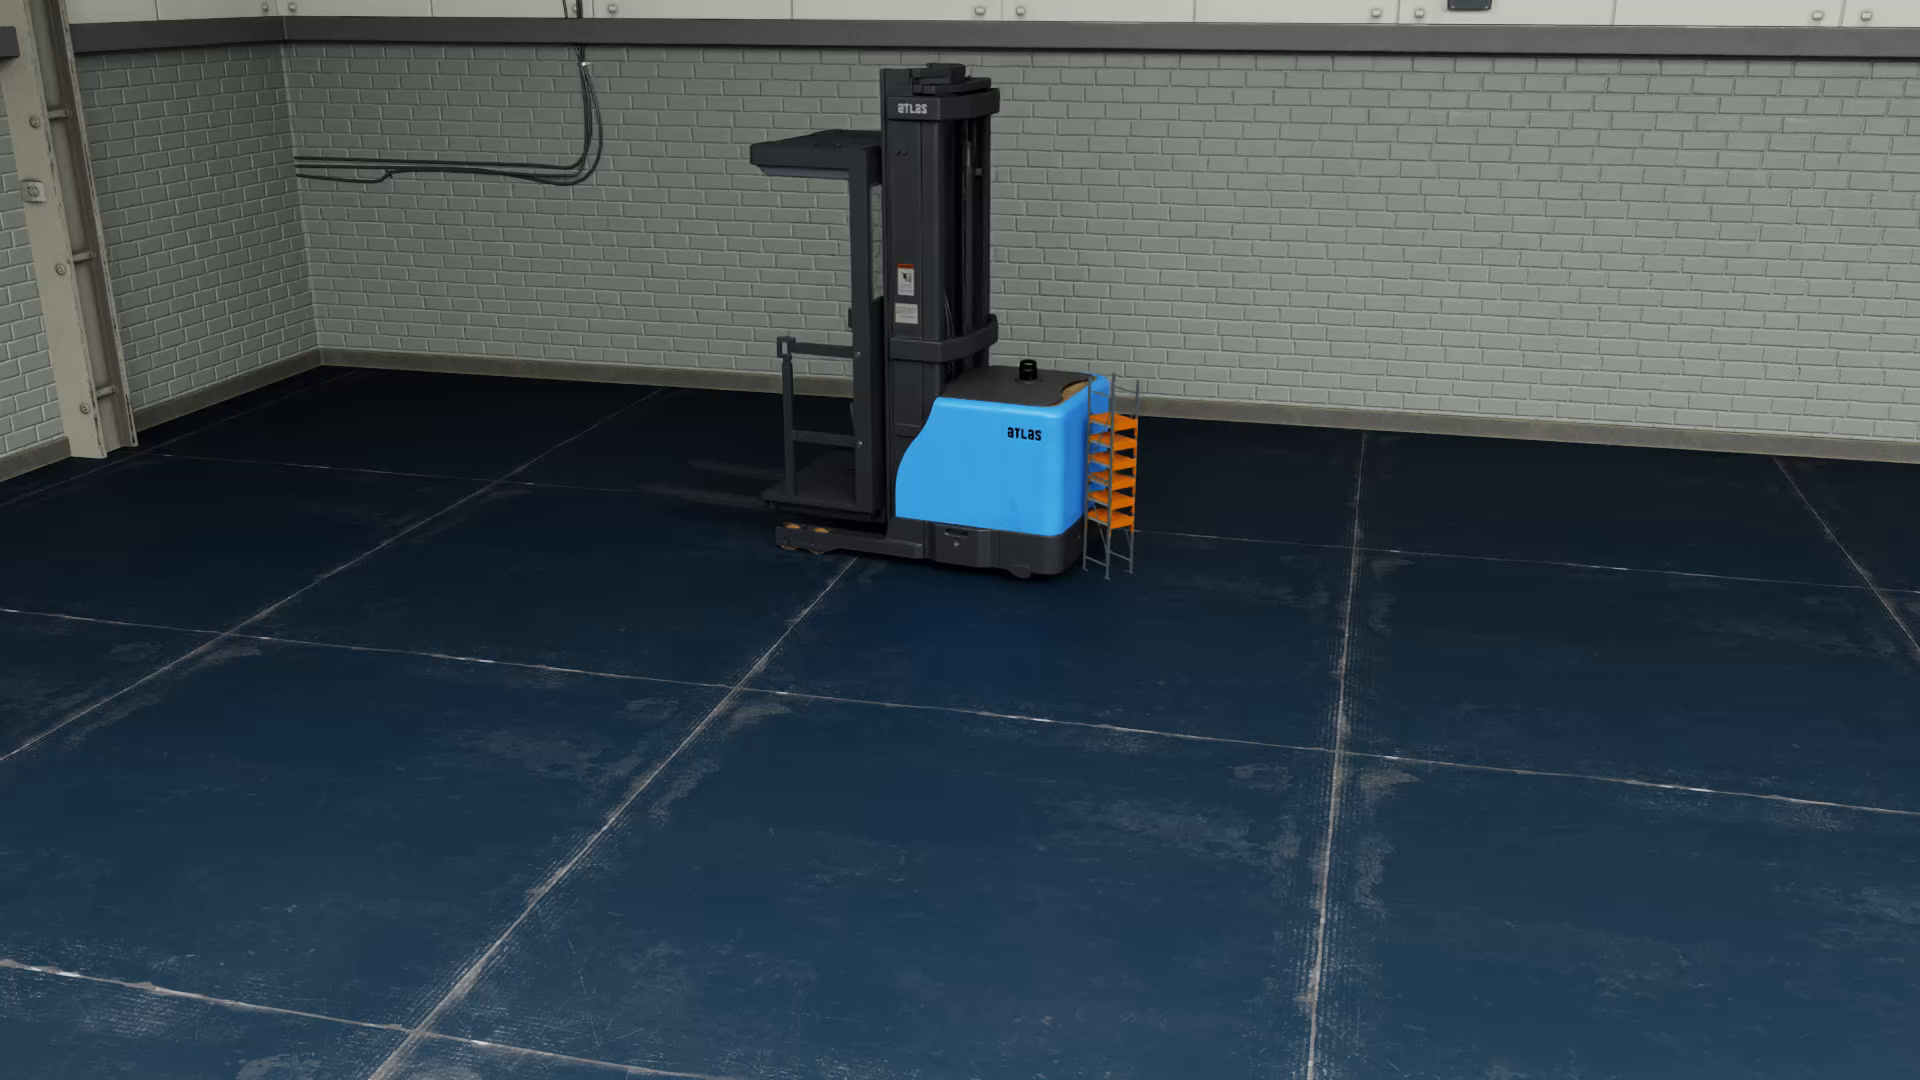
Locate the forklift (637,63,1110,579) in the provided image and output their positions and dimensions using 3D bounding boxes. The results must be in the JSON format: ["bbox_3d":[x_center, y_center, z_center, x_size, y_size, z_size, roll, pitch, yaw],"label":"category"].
[{"bbox_3d":[-0.621,-1.443,10.379,3.031,2.935,1.130,8,20,21],"label":"forklift"}]

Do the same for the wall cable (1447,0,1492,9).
[{"bbox_3d":[4.668,-6.617,10.877,2.305,6.003,0.169,5,19,13],"label":"wall cable"}]

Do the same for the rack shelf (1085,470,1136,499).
[{"bbox_3d":[0.900,-0.338,9.954,0.180,0.103,0.258,-12,22,-33],"label":"rack shelf"}]

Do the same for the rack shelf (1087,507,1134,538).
[{"bbox_3d":[0.899,-0.110,10.030,0.180,0.103,0.258,-12,22,-33],"label":"rack shelf"}]

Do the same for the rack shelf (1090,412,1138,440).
[{"bbox_3d":[0.901,-0.679,9.839,0.180,0.103,0.258,-12,22,-33],"label":"rack shelf"}]

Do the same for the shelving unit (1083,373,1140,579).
[{"bbox_3d":[0.900,-0.380,9.939,0.189,1.200,0.258,-12,22,-33],"label":"shelving unit"}]

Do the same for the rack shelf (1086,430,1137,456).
[{"bbox_3d":[0.901,-0.565,9.877,0.180,0.103,0.258,-12,22,-33],"label":"rack shelf"}]

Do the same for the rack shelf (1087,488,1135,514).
[{"bbox_3d":[0.899,-0.224,9.992,0.180,0.103,0.258,-12,22,-33],"label":"rack shelf"}]

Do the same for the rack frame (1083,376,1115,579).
[{"bbox_3d":[0.825,-0.363,9.890,0.006,1.200,0.240,-12,22,-33],"label":"rack frame"}]

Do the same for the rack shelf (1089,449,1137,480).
[{"bbox_3d":[0.900,-0.451,9.916,0.180,0.103,0.258,-12,22,-33],"label":"rack shelf"}]

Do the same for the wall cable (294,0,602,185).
[{"bbox_3d":[-4.533,-4.293,14.138,3.097,2.526,0.112,5,19,13],"label":"wall cable"}]

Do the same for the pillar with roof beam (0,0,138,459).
[{"bbox_3d":[-2.361,-4.603,10.243,9.100,9.000,0.400,5,19,13],"label":"pillar with roof beam"}]

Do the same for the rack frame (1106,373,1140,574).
[{"bbox_3d":[0.975,-0.396,9.989,0.006,1.200,0.240,-12,22,-33],"label":"rack frame"}]
